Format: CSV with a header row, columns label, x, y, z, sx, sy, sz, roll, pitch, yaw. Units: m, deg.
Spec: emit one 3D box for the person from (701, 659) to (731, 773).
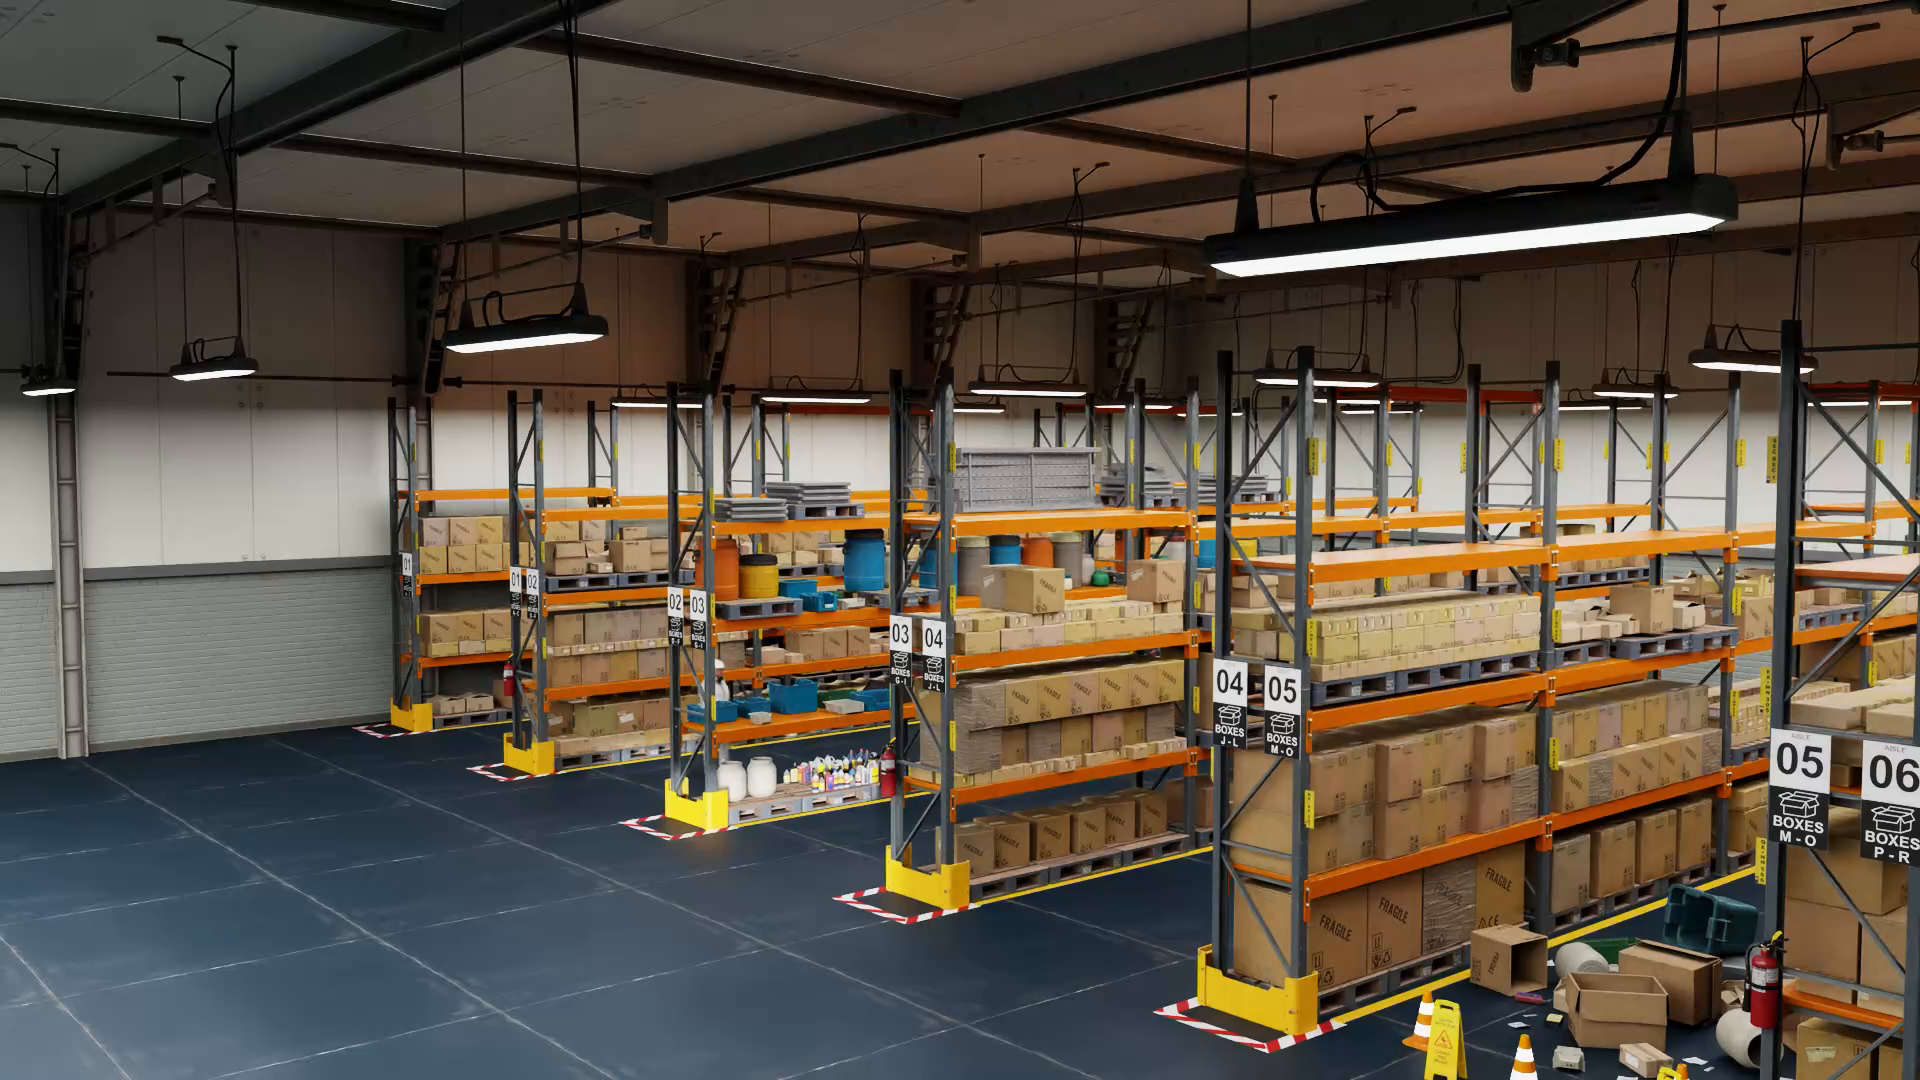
label,x,y,z,sx,sy,sz,roll,pitch,yaw
person,-3.803,2.775,26.052,0.454,1.800,0.598,2,4,30
